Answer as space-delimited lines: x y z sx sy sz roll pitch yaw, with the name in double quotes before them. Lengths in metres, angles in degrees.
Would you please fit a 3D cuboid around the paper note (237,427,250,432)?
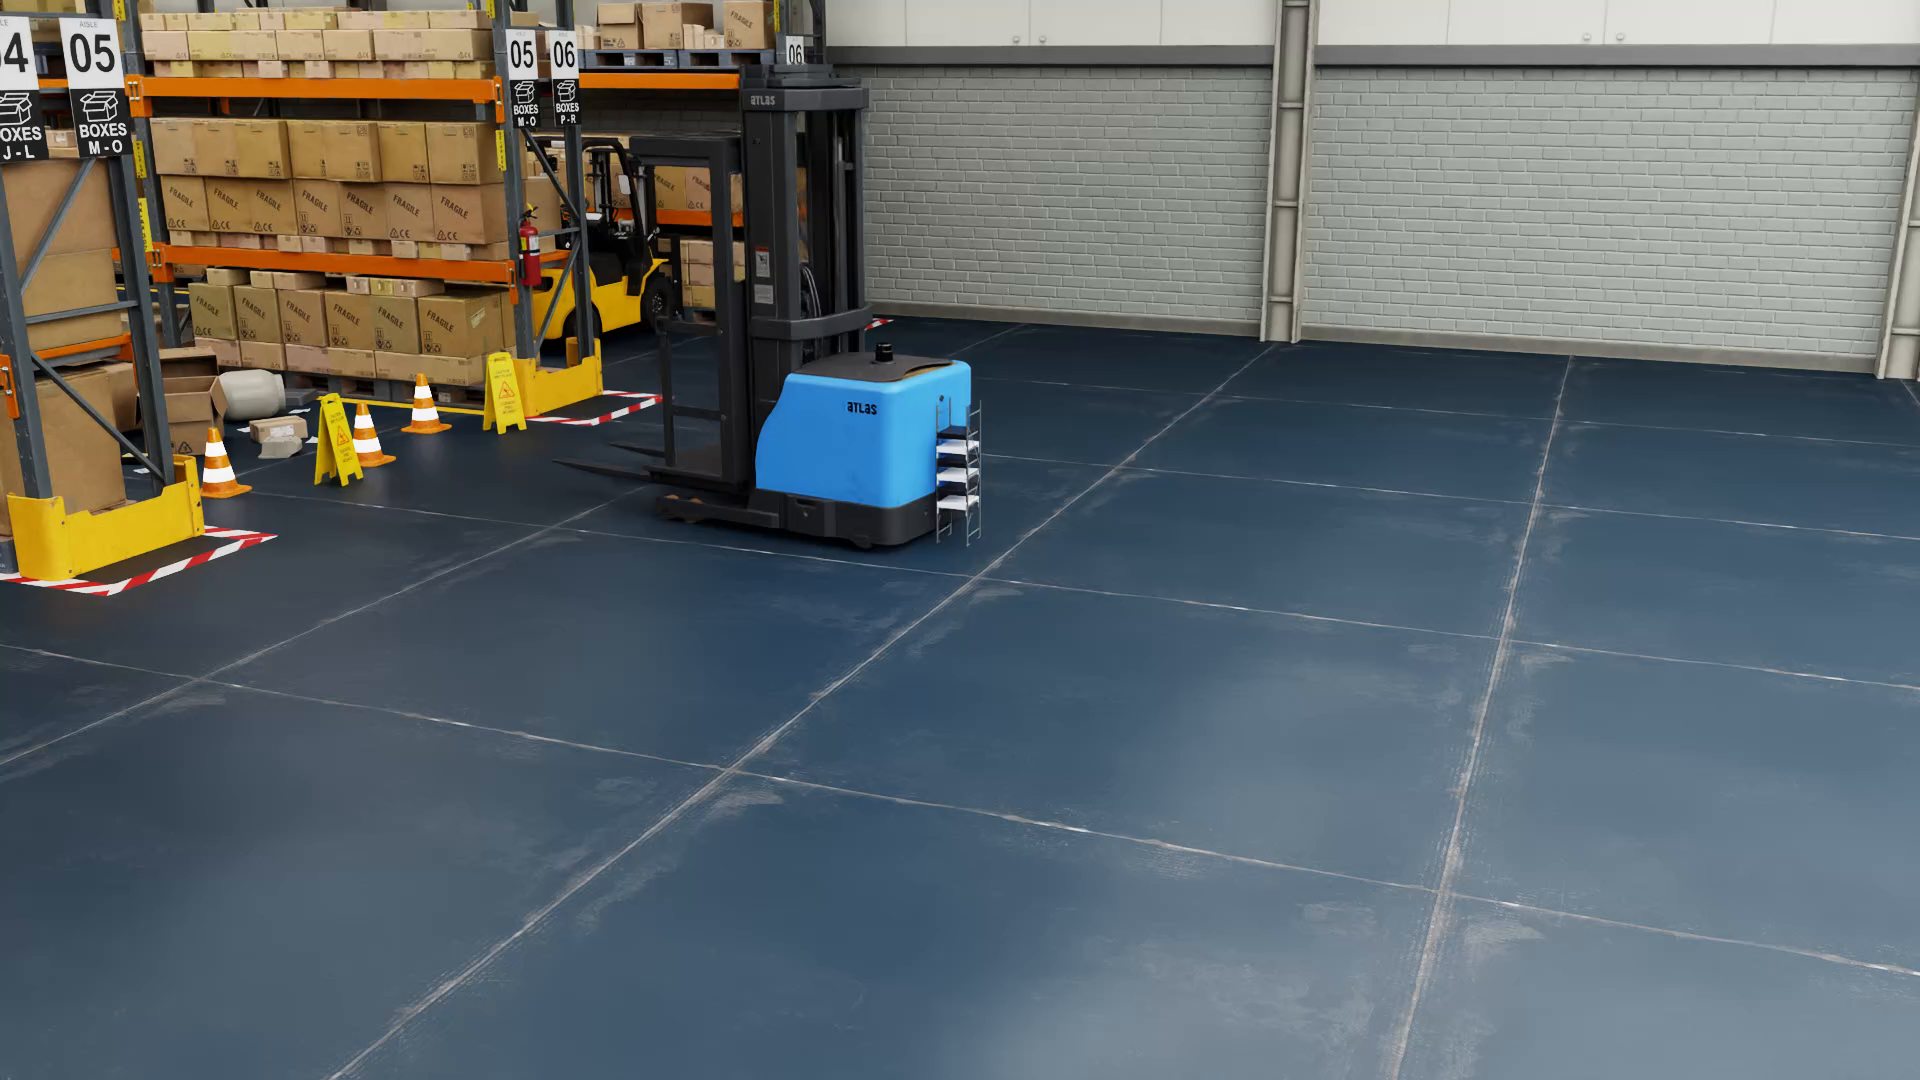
"paper note" -5.916 -0.930 13.844 0.142 0.019 0.148 14 21 40

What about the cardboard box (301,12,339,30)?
"cardboard box" -5.433 -4.464 14.312 0.250 0.149 0.380 7 18 22

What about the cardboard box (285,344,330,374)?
"cardboard box" -5.847 -1.710 15.363 0.500 0.250 0.500 6 17 20

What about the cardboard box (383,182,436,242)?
"cardboard box" -4.641 -2.883 14.510 0.500 0.500 0.500 6 17 21

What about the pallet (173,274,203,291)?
"pallet" -9.876 -3.508 22.380 1.213 0.211 1.003 6 17 21

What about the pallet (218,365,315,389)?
"pallet" -6.654 -1.666 16.033 1.213 0.211 1.003 6 17 21

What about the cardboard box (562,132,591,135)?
"cardboard box" -4.597 -4.840 20.090 0.250 0.149 0.380 6 17 20

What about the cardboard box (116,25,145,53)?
"cardboard box" -7.889 -4.657 15.470 0.500 0.250 0.500 6 17 20

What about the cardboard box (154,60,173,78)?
"cardboard box" -7.090 -4.288 15.134 0.250 0.149 0.380 6 17 20

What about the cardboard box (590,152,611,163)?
"cardboard box" -4.094 -4.473 19.357 0.250 0.149 0.380 6 17 19

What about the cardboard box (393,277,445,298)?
"cardboard box" -4.778 -2.243 14.689 0.250 0.149 0.380 7 18 22

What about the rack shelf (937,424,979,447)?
"rack shelf" -0.008 -0.660 10.485 0.200 0.077 0.258 6 17 21

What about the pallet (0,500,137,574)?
"pallet" -6.066 -0.084 10.583 1.213 0.211 1.003 6 17 21

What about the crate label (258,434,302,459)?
"crate label" -5.290 -0.732 12.948 0.298 0.136 0.250 -2 16 -8

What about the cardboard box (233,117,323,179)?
"cardboard box" -6.038 -3.518 14.905 0.500 0.500 0.700 6 17 19

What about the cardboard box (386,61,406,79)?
"cardboard box" -4.695 -4.035 14.264 0.250 0.149 0.380 6 17 21

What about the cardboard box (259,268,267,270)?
"cardboard box" -8.620 -3.755 21.735 0.625 0.625 0.875 7 18 22

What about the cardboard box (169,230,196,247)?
"cardboard box" -7.117 -2.829 15.487 0.250 0.149 0.380 6 17 20

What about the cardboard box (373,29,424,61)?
"cardboard box" -4.609 -4.204 14.131 0.500 0.250 0.500 6 17 20

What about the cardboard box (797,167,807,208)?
"cardboard box" -2.112 -4.114 19.285 0.500 0.500 0.500 7 18 22

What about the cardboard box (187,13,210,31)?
"cardboard box" -6.624 -4.602 14.786 0.250 0.149 0.380 6 17 19

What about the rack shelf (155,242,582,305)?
"rack shelf" -5.432 -2.514 15.245 4.000 0.370 1.077 6 17 21

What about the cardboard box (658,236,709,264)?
"cardboard box" -3.246 -3.370 19.288 0.500 0.250 0.500 7 17 21

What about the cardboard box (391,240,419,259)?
"cardboard box" -4.755 -2.565 14.579 0.250 0.149 0.380 7 17 22

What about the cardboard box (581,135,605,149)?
"cardboard box" -4.317 -4.646 19.419 0.250 0.149 0.380 6 17 20

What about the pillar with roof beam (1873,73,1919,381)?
"pillar with roof beam" 7.513 -4.785 11.016 0.400 9.000 9.100 6 17 21

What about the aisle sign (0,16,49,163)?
"aisle sign" -5.338 -2.525 9.327 0.004 0.787 0.394 6 17 21

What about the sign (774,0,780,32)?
"sign" -1.965 -5.632 17.865 0.005 0.325 0.100 6 17 21

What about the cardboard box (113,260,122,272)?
"cardboard box" -11.107 -3.905 22.476 0.500 0.500 0.500 6 17 19

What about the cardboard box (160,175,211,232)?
"cardboard box" -6.985 -3.138 15.390 0.500 0.500 0.500 6 17 20

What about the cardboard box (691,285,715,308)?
"cardboard box" -2.766 -2.844 19.268 0.500 0.250 0.500 6 17 21

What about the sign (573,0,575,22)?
"sign" -3.372 -4.656 14.385 0.005 0.325 0.100 6 17 21

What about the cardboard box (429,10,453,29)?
"cardboard box" -4.220 -4.353 13.926 0.250 0.149 0.380 7 17 22

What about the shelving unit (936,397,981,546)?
"shelving unit" -0.008 -0.433 10.551 0.210 0.900 0.258 6 17 21

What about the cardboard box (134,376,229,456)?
"cardboard box" -6.134 -0.980 13.145 0.637 0.503 0.797 -5 17 -18

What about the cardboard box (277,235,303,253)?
"cardboard box" -5.930 -2.695 15.028 0.250 0.149 0.380 6 17 21

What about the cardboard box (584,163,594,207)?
"cardboard box" -4.195 -4.187 19.536 0.500 0.500 0.500 6 17 20

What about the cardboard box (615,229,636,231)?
"cardboard box" -4.003 -3.610 20.115 0.500 0.250 0.500 6 17 21

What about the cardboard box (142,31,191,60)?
"cardboard box" -6.983 -4.460 15.011 0.500 0.250 0.500 6 17 19

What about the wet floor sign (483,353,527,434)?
"wet floor sign" -3.787 -1.228 13.745 0.232 0.644 0.267 14 21 40

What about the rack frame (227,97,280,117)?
"rack frame" -9.195 -4.761 21.695 0.127 3.000 1.000 6 17 21

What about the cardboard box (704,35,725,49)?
"cardboard box" -2.636 -5.519 18.441 0.250 0.149 0.380 6 17 19

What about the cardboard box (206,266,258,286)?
"cardboard box" -6.748 -2.459 15.433 0.250 0.149 0.380 7 17 21

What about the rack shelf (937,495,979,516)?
"rack shelf" -0.008 -0.228 10.611 0.200 0.077 0.258 6 17 21

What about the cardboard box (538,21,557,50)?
"cardboard box" -4.790 -5.851 19.296 0.500 0.311 0.500 7 17 22

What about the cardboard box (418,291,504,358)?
"cardboard box" -4.412 -1.911 14.710 0.500 0.500 0.500 6 17 21

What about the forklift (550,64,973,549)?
"forklift" -1.447 -1.632 11.038 3.031 2.935 1.130 9 19 29

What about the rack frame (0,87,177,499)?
"rack frame" -5.293 -1.361 9.982 0.127 3.000 1.000 6 17 21

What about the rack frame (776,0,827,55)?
"rack frame" -1.753 -6.824 18.039 0.127 3.000 1.000 6 17 21

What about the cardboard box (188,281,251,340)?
"cardboard box" -6.842 -2.175 15.621 0.500 0.500 0.500 7 18 23

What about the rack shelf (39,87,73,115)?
"rack shelf" -7.154 -2.661 10.369 4.000 0.370 1.077 6 17 21

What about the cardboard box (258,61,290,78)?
"cardboard box" -5.925 -4.134 14.605 0.250 0.149 0.380 6 17 20

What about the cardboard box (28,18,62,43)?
"cardboard box" -5.495 -3.049 9.934 0.250 0.149 0.380 6 17 21
